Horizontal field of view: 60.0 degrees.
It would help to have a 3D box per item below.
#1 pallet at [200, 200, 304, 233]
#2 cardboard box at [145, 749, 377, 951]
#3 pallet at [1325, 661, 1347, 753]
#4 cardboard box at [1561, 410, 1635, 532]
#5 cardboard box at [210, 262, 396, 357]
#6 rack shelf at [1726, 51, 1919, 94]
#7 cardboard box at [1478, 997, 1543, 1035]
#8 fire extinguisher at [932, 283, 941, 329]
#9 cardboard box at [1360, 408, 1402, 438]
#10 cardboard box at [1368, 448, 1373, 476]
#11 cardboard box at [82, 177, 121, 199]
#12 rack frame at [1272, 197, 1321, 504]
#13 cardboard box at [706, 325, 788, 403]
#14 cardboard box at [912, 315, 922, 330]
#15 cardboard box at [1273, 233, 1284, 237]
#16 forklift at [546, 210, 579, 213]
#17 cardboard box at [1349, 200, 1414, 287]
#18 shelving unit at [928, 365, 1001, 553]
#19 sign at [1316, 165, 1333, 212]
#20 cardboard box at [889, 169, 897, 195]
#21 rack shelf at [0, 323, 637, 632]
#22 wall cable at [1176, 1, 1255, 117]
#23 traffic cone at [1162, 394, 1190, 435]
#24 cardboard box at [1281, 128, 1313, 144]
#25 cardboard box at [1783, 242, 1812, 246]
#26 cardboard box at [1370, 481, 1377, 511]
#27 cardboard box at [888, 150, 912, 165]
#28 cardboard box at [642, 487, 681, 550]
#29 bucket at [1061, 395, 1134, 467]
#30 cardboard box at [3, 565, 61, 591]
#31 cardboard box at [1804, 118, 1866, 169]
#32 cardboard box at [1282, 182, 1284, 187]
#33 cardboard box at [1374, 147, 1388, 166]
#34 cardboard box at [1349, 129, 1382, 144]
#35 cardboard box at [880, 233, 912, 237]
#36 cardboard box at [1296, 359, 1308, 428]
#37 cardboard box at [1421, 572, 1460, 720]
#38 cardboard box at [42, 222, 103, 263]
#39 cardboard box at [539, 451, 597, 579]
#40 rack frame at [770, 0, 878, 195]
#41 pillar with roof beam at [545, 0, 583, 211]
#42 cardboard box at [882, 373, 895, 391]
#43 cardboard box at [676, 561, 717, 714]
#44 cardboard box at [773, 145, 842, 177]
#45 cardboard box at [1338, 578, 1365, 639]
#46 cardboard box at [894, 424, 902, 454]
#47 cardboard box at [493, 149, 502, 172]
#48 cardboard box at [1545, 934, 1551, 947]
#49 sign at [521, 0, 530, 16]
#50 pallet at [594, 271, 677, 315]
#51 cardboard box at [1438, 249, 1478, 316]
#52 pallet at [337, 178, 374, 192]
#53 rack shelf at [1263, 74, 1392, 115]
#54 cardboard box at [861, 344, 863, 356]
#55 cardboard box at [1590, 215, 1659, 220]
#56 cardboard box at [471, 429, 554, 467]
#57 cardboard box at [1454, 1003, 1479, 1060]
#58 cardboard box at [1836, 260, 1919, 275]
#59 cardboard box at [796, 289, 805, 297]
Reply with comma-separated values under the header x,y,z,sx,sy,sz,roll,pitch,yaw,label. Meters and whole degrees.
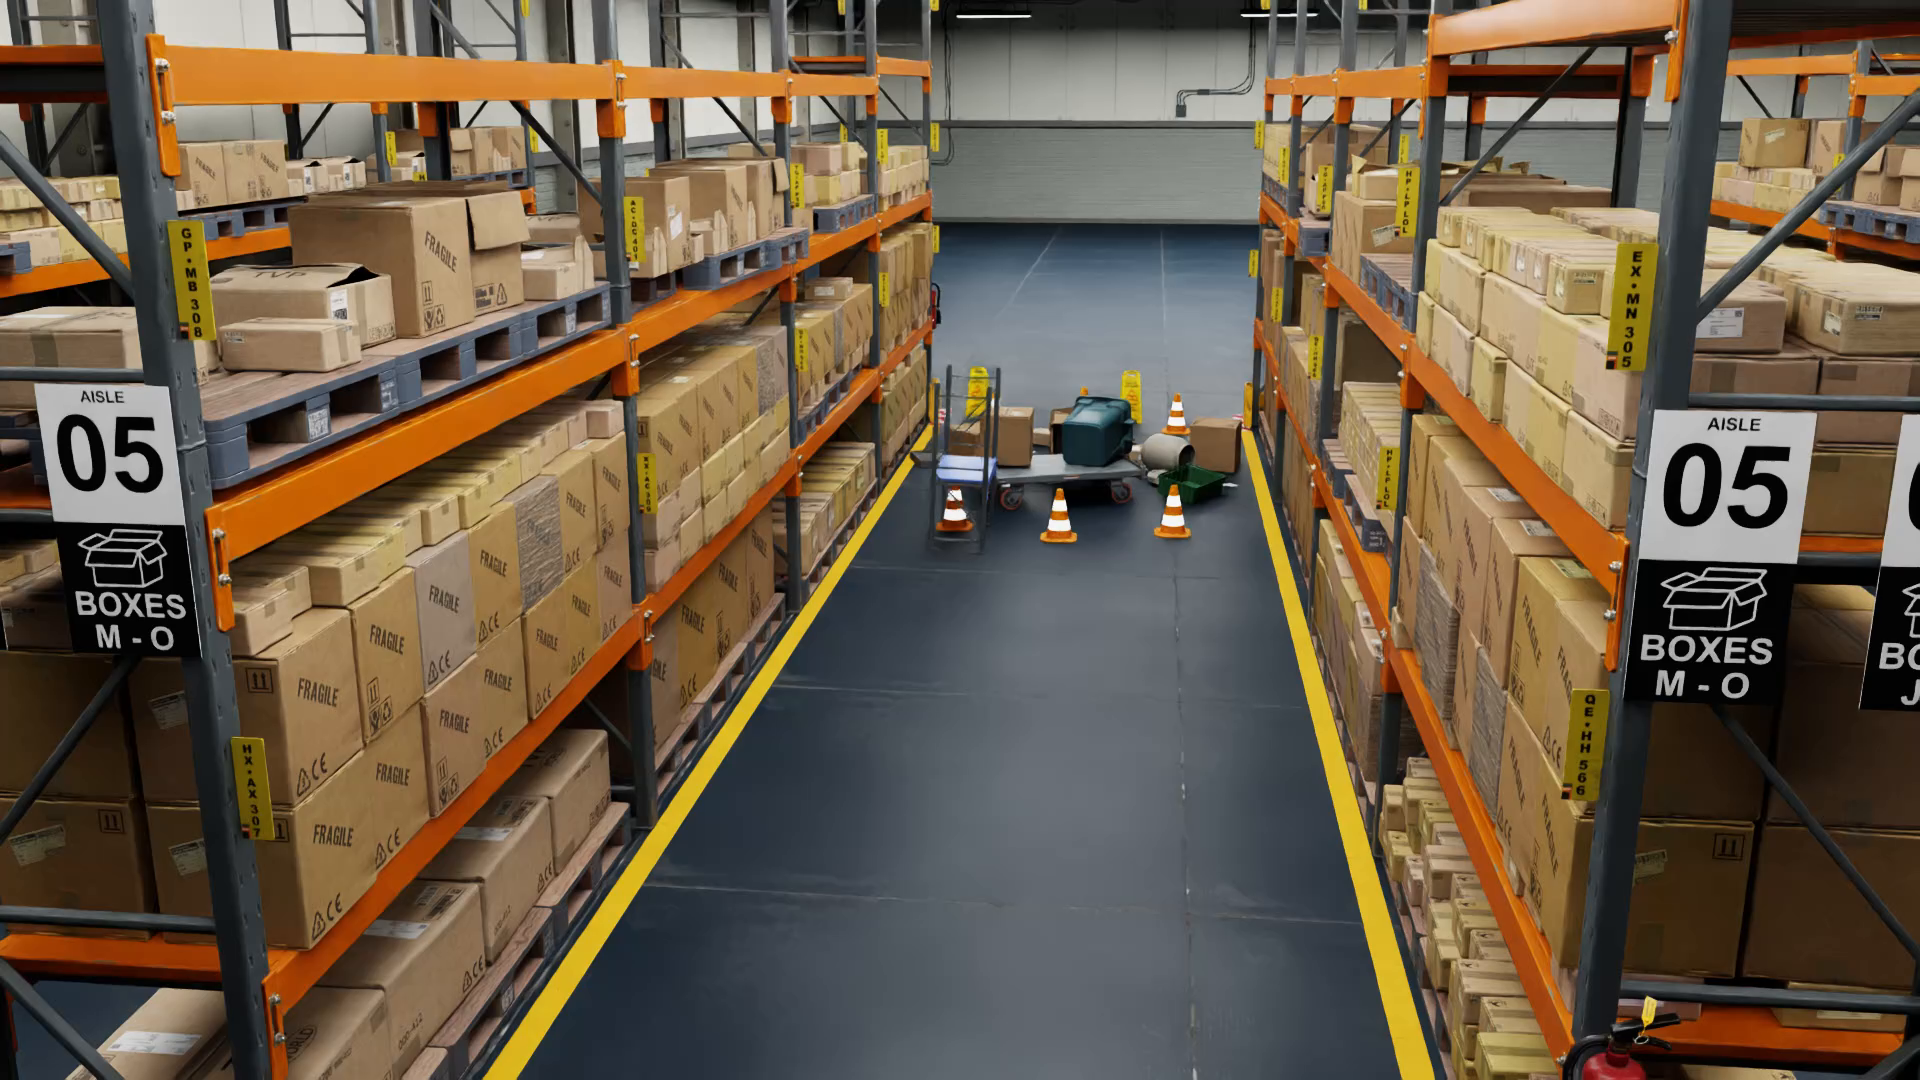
x,y,z,sx,sy,sz,roll,pitch,yaw,label
-6.575,-2.866,14.718,1.003,0.211,1.213,2,15,9,pallet
-2.316,1.015,5.557,0.500,0.500,0.500,2,15,6,cardboard box
2.947,1.089,10.819,1.003,0.211,1.213,2,15,6,pallet
2.062,-0.202,4.791,0.500,0.250,0.500,1,15,5,cardboard box
-2.437,-0.863,6.123,0.500,0.311,0.500,2,15,7,cardboard box
8.771,-4.707,16.801,1.077,0.370,4.000,2,15,6,rack shelf
2.163,1.841,6.212,0.380,0.149,0.250,1,15,4,cardboard box
-0.380,-2.949,20.557,0.296,0.674,0.183,2,15,6,fire extinguisher
2.813,-0.758,10.843,0.380,0.149,0.250,2,15,9,cardboard box
2.752,-0.477,10.374,0.380,0.149,0.250,2,15,8,cardboard box
-6.430,-2.654,12.526,0.380,0.149,0.250,2,15,8,cardboard box
3.628,-1.813,16.208,1.000,3.000,0.127,2,15,6,rack frame
-1.552,-1.284,12.146,0.500,0.500,0.500,1,15,5,cardboard box
-0.648,-2.543,19.389,0.380,0.149,0.250,2,15,7,cardboard box
4.029,-3.204,18.995,0.875,0.550,0.550,2,15,6,cardboard box
-3.948,-1.639,15.697,3.031,2.935,1.130,3,15,12,forklift
2.747,-1.872,10.488,0.500,0.500,0.500,2,15,6,cardboard box
0.049,-0.756,15.133,0.538,1.500,1.048,4,15,5,shelving unit
2.626,-2.530,11.971,0.100,0.325,0.005,2,15,6,sign
-0.931,-3.692,17.128,0.500,0.250,0.500,2,15,6,cardboard box
-2.430,-0.440,6.761,1.077,0.370,4.000,2,15,6,rack shelf
7.706,-15.721,49.635,2.305,6.003,0.169,2,15,6,wall cable
2.609,-1.530,20.021,0.336,0.463,0.334,2,15,6,traffic cone
3.439,-4.075,16.786,0.380,0.149,0.250,2,15,7,cardboard box
8.495,-2.829,17.289,0.500,0.500,0.500,2,15,6,cardboard box
2.717,-0.266,10.165,0.380,0.149,0.250,2,15,9,cardboard box
-0.735,-4.187,18.193,0.380,0.149,0.250,2,15,8,cardboard box
-1.875,-0.132,9.323,0.500,0.250,0.500,1,15,5,cardboard box
1.353,-1.070,16.819,0.726,0.611,0.620,7,27,25,bucket
-6.683,0.480,11.712,0.500,0.500,0.500,1,15,4,cardboard box
9.073,-4.150,17.385,0.500,0.500,0.500,2,15,6,cardboard box
3.380,-3.560,16.408,0.380,0.149,0.250,2,15,7,cardboard box
3.961,-3.702,16.168,0.500,0.250,0.500,2,15,7,cardboard box
4.063,-3.992,16.477,0.380,0.149,0.250,2,15,6,cardboard box
-0.905,-3.114,18.343,0.700,0.500,0.500,2,15,6,cardboard box
3.075,-1.208,13.778,0.500,0.500,0.500,1,15,5,cardboard box
2.278,0.449,7.081,0.500,0.500,0.500,1,15,5,cardboard box
-6.558,-2.145,11.978,0.500,0.250,0.500,2,15,6,cardboard box
-2.049,-0.127,7.865,0.500,0.500,0.500,1,15,5,cardboard box
-1.302,-4.829,15.867,1.000,3.000,0.127,2,15,6,rack frame
-1.802,-7.287,24.958,9.100,9.000,0.400,2,15,6,pillar with roof beam
-0.893,-1.659,17.422,0.380,0.149,0.250,2,15,7,cardboard box
-2.120,0.568,10.670,0.875,0.875,0.875,2,15,8,cardboard box
-1.334,-3.333,14.608,0.500,0.250,0.500,2,15,7,cardboard box
2.675,0.433,10.451,0.500,0.250,0.500,1,15,4,cardboard box
-0.918,-1.092,18.004,0.500,0.250,0.500,3,15,9,cardboard box
-5.603,-4.460,19.511,0.396,0.266,0.258,2,15,6,cardboard box
2.095,1.264,5.309,0.380,0.149,0.250,2,15,6,cardboard box
-5.245,-6.481,20.036,0.100,0.325,0.005,2,15,6,sign
-2.150,-1.453,9.495,0.805,0.209,1.217,1,15,4,pallet
2.372,-1.108,7.185,0.500,0.250,0.500,2,15,6,cardboard box
-6.164,-3.705,17.629,1.003,0.211,1.213,2,15,6,pallet
3.854,-4.687,17.490,1.077,0.370,4.000,2,15,6,rack shelf
-1.133,-1.805,15.854,0.380,0.149,0.250,1,15,5,cardboard box
2.956,-1.325,7.222,0.380,0.149,0.250,2,15,6,cardboard box
-2.109,-0.417,7.695,0.380,0.149,0.250,2,15,6,cardboard box
2.152,1.914,6.511,0.380,0.149,0.250,2,15,7,cardboard box
8.316,-1.931,14.691,1.000,1.000,1.000,2,15,7,cardboard box
-1.696,-2.084,15.645,0.500,0.500,0.500,2,15,6,cardboard box
